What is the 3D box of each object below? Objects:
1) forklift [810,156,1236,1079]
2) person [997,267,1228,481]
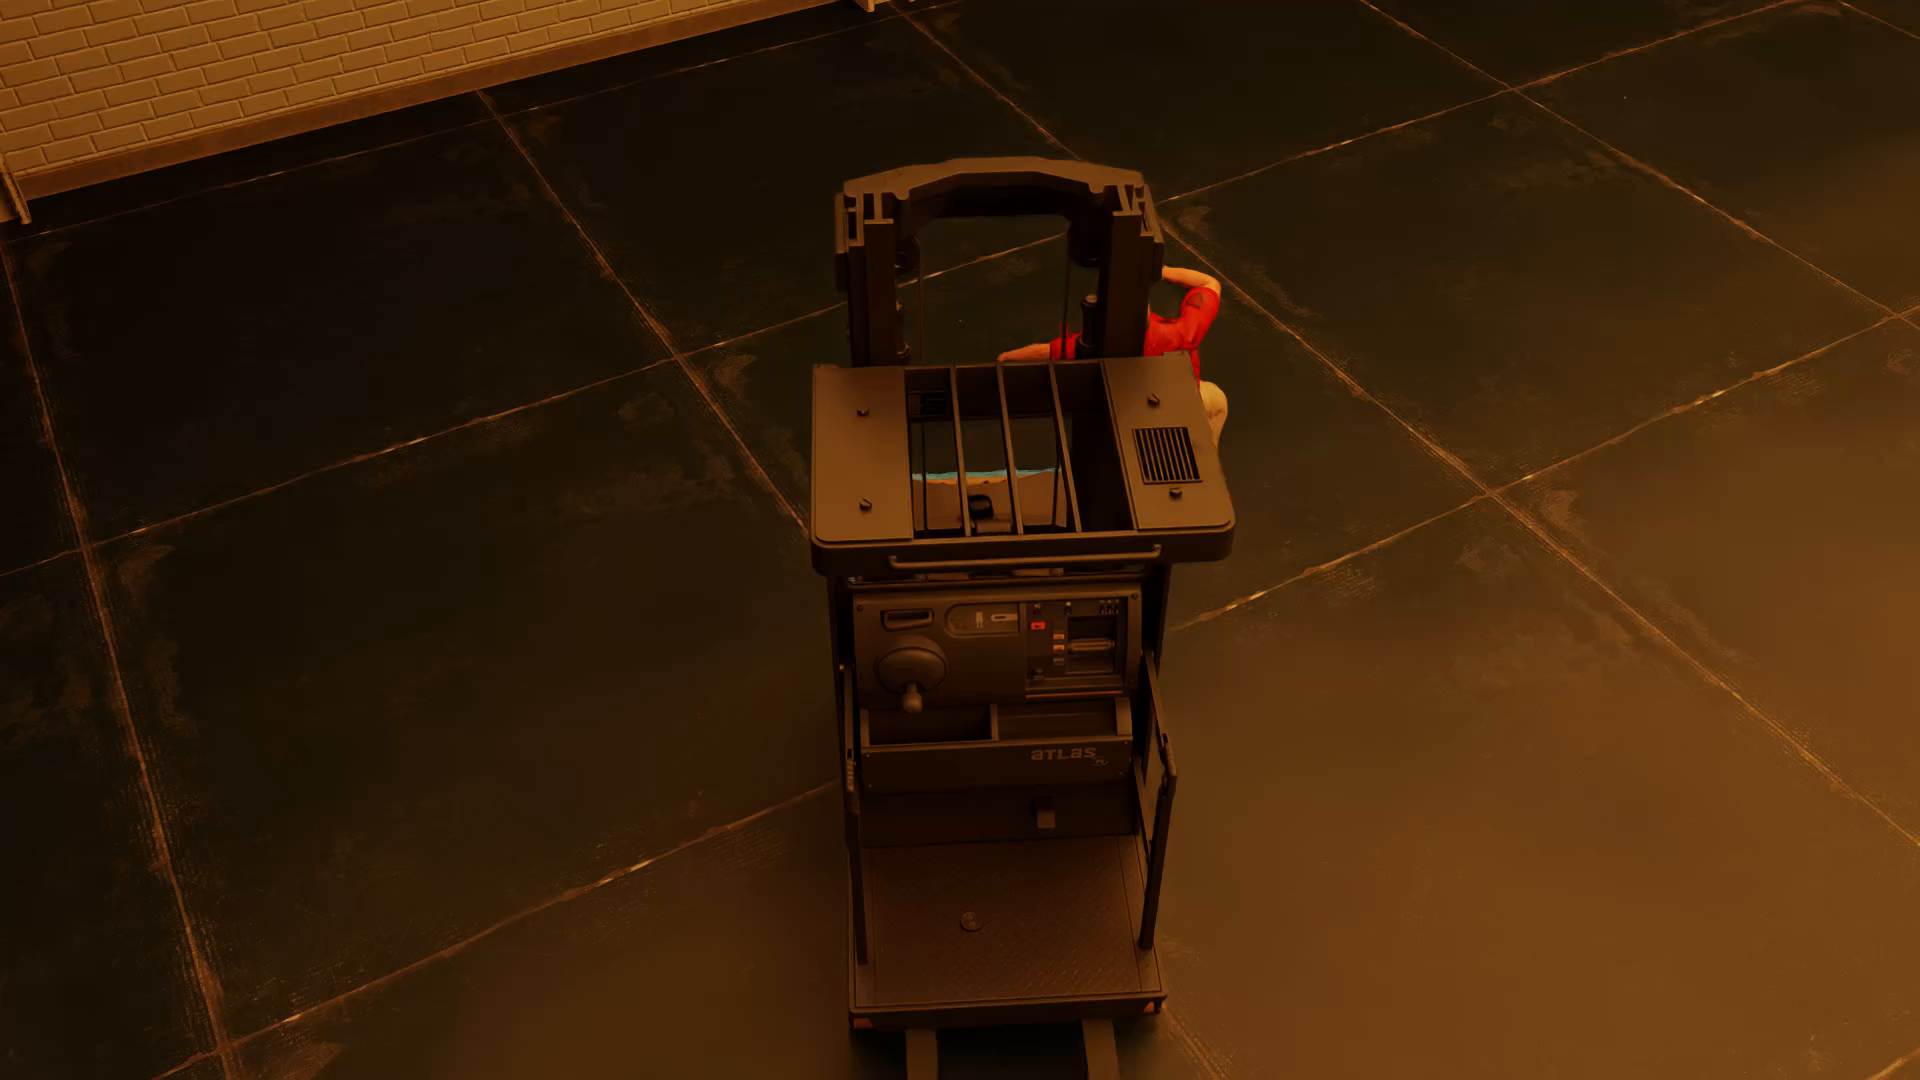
[{"bbox_3d":[0.138,0.437,5.226,1.130,2.935,3.031,-2,43,-3],"label":"forklift"},{"bbox_3d":[0.739,-0.711,7.581,0.985,1.454,0.898,-27,49,-26],"label":"person"}]
